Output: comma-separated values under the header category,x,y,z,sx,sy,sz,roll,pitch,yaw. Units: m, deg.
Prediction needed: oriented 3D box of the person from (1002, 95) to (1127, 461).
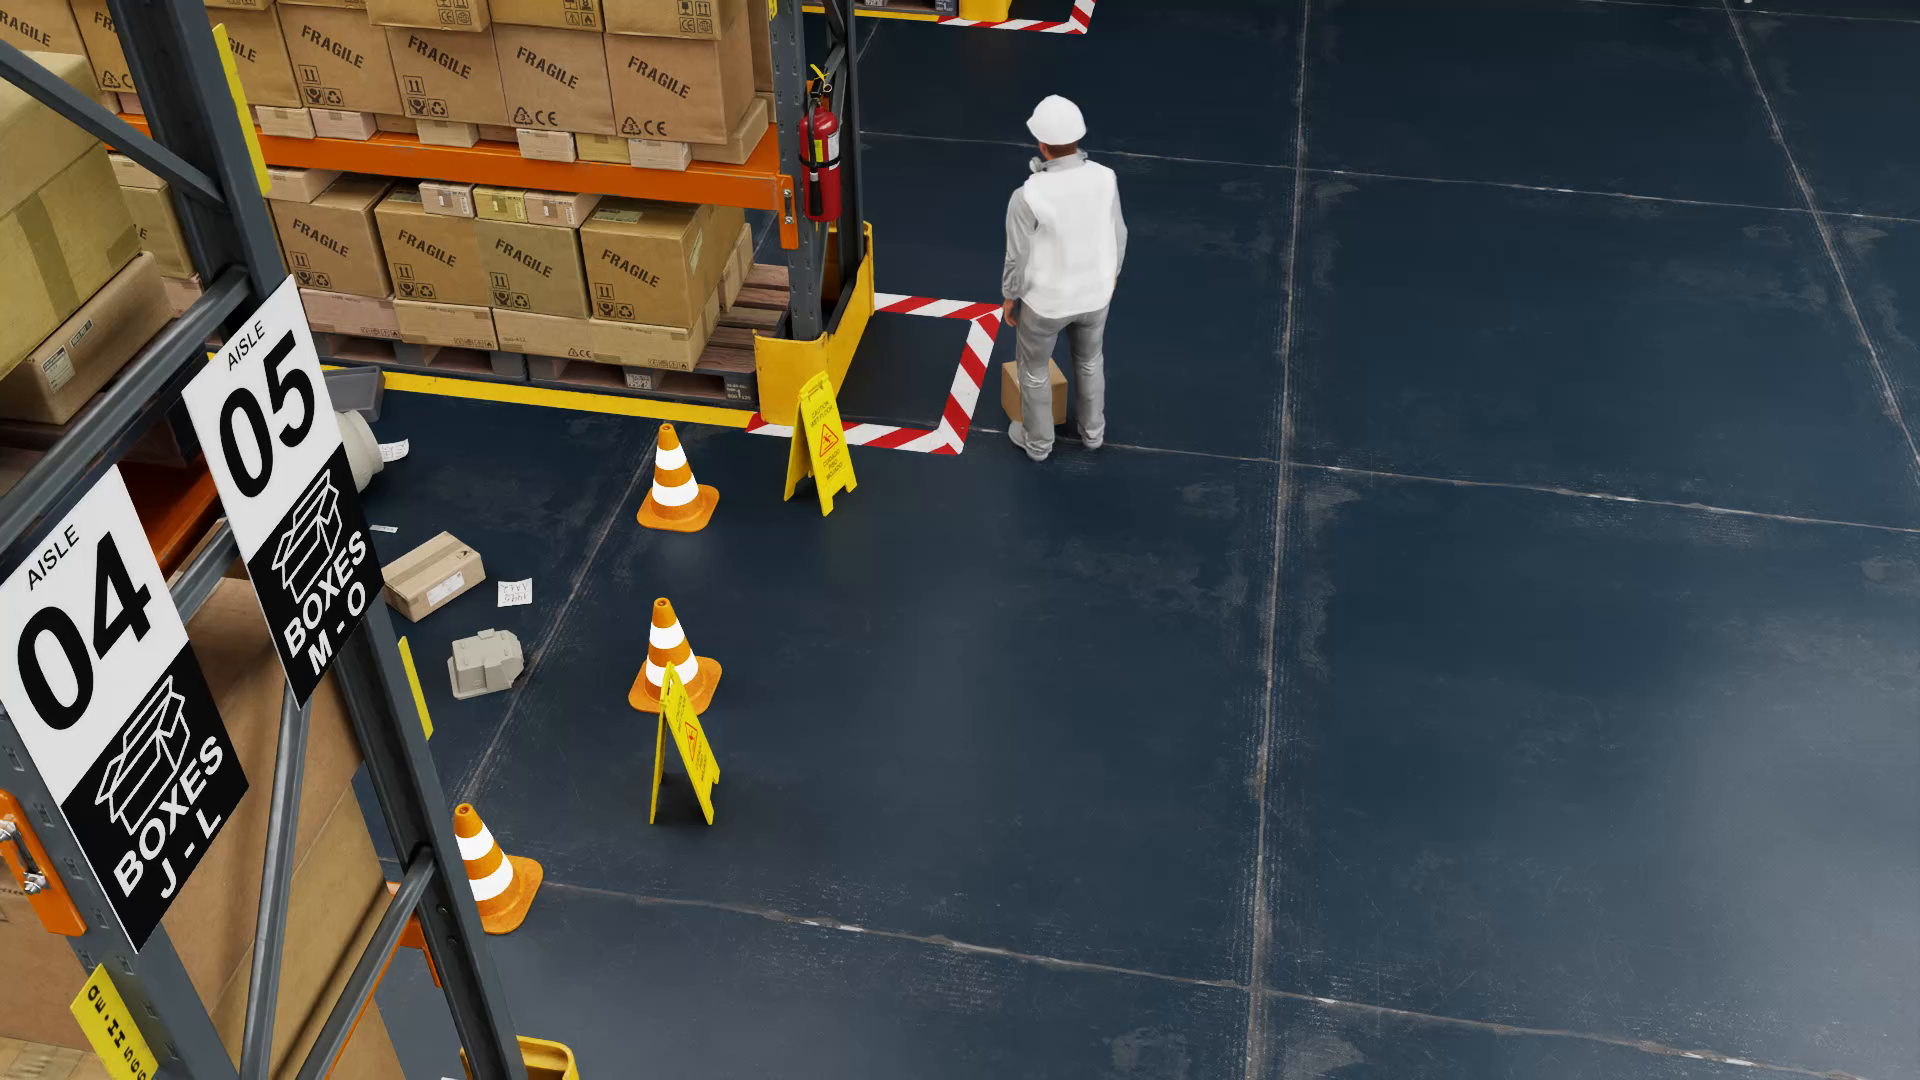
category,x,y,z,sx,sy,sz,roll,pitch,yaw
person,0.456,-1.139,7.482,0.583,1.769,0.465,-13,42,-15
